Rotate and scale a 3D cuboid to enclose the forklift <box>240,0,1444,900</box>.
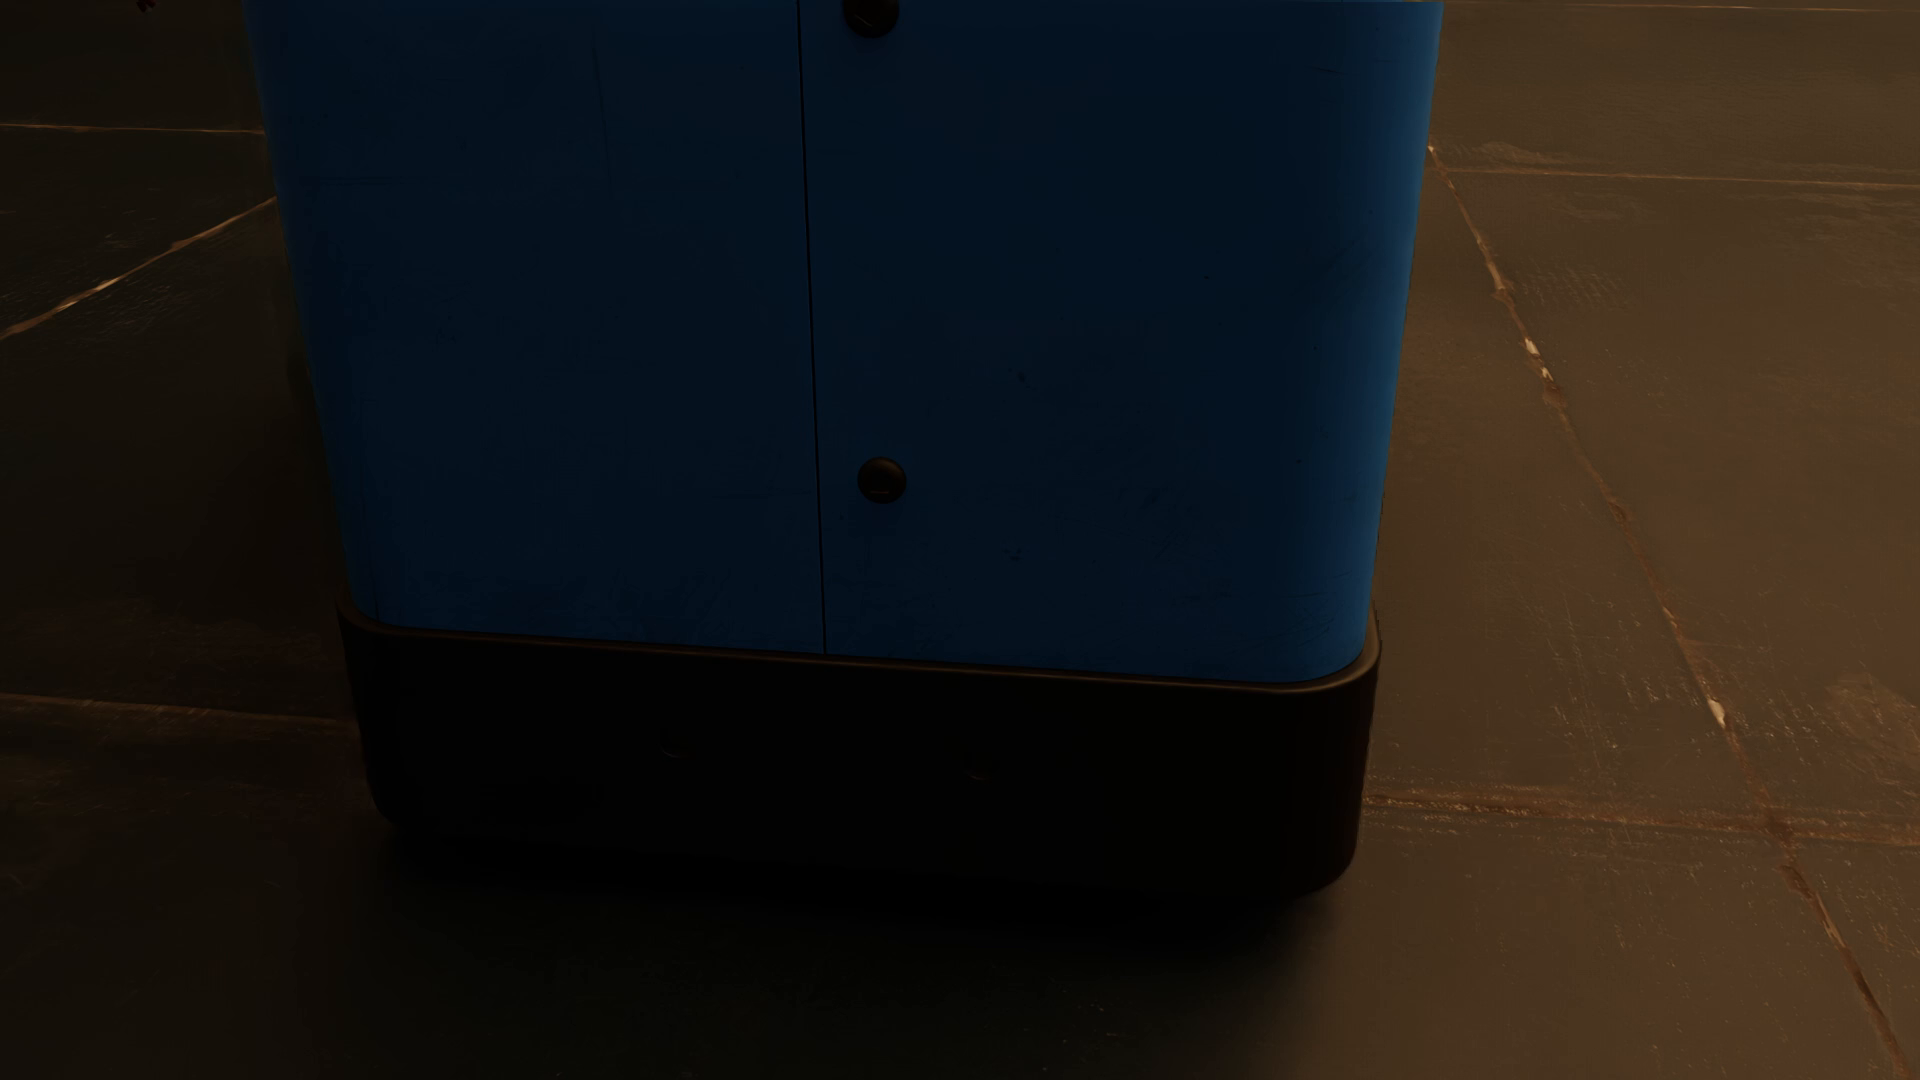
[{"bbox_3d":[0.060,-1.588,2.399,1.130,2.935,3.031,3,27,6],"label":"forklift"}]

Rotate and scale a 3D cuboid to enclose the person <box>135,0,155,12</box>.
[{"bbox_3d":[-0.930,-0.995,2.735,0.818,1.592,0.466,-15,30,-28],"label":"person"}]
